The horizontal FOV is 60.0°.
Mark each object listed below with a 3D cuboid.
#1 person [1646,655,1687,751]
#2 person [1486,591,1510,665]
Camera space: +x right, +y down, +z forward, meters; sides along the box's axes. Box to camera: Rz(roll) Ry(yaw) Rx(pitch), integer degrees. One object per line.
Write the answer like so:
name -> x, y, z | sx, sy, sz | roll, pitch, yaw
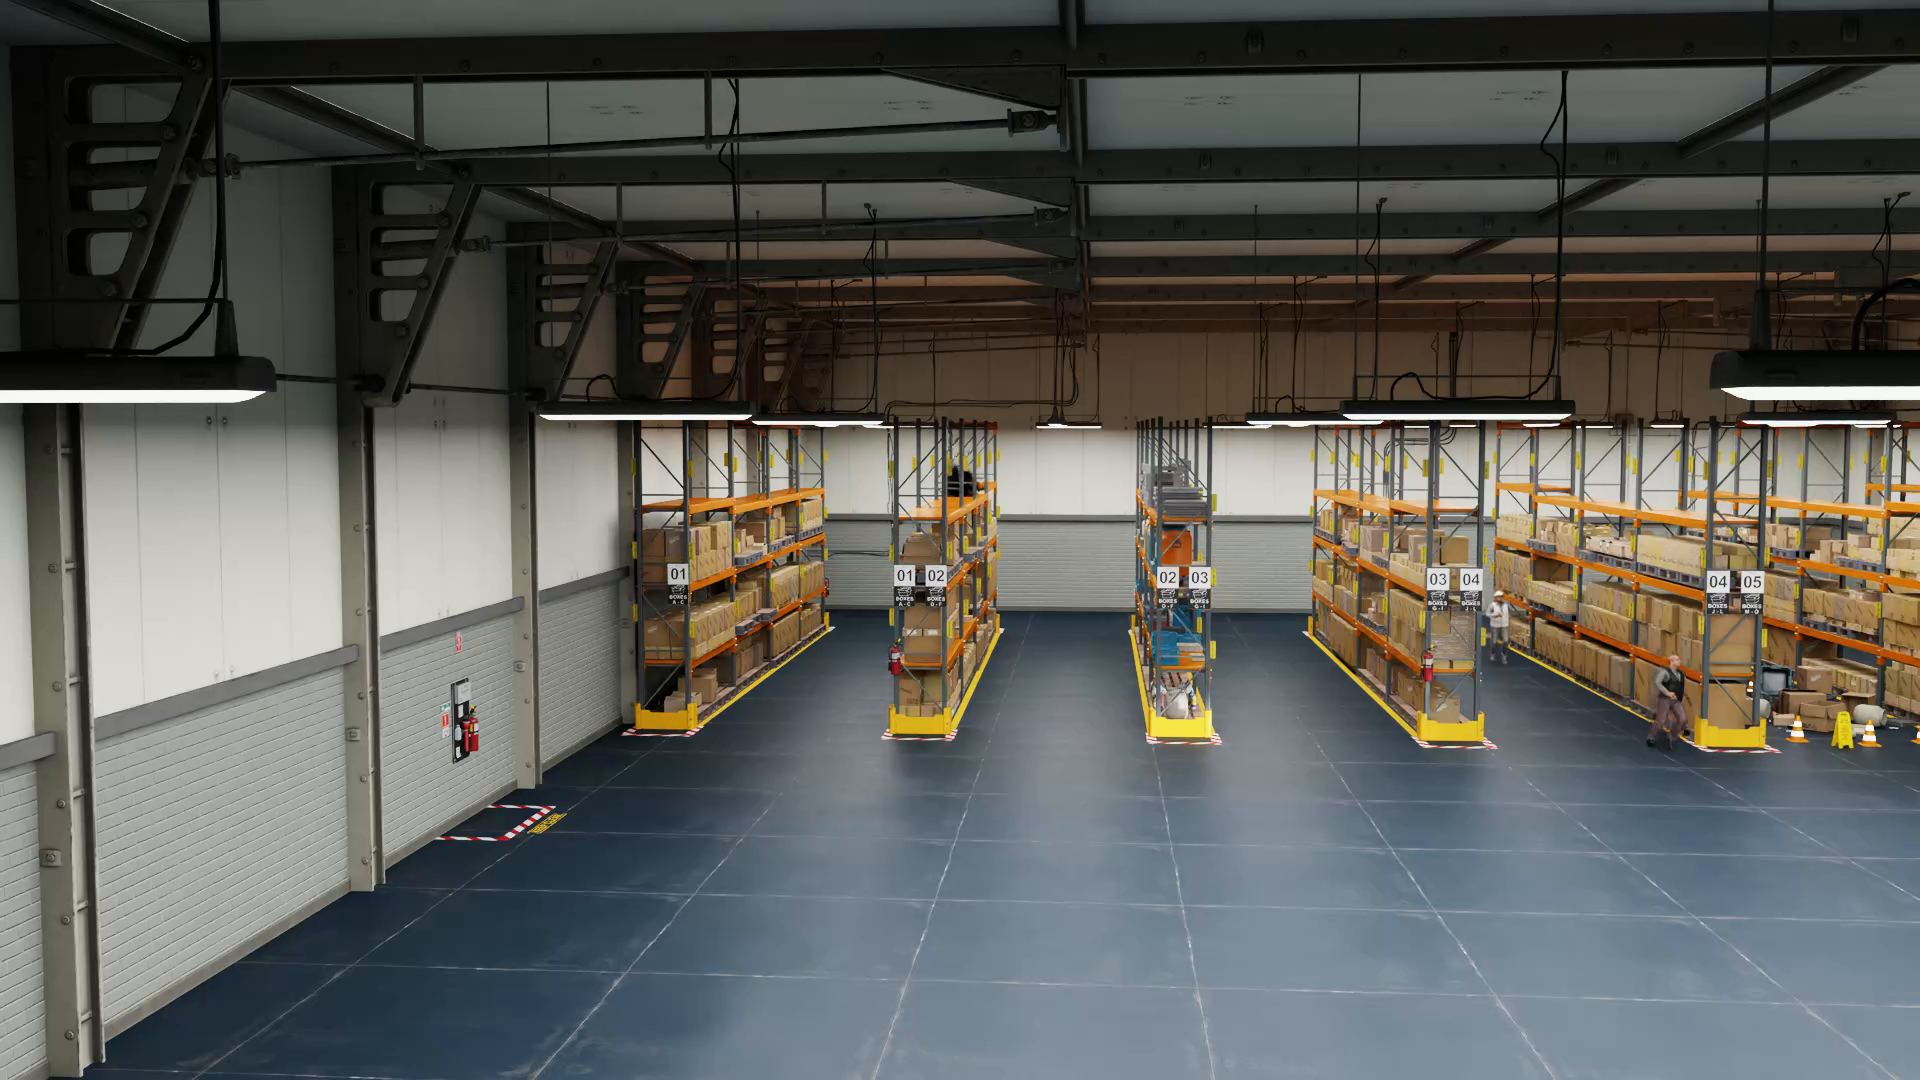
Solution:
person -> 12.844, 2.930, 30.005 | 0.712, 1.720, 0.669 | -1, 4, -16
person -> 13.285, 2.164, 41.004 | 0.676, 1.839, 0.752 | 0, 4, 2
